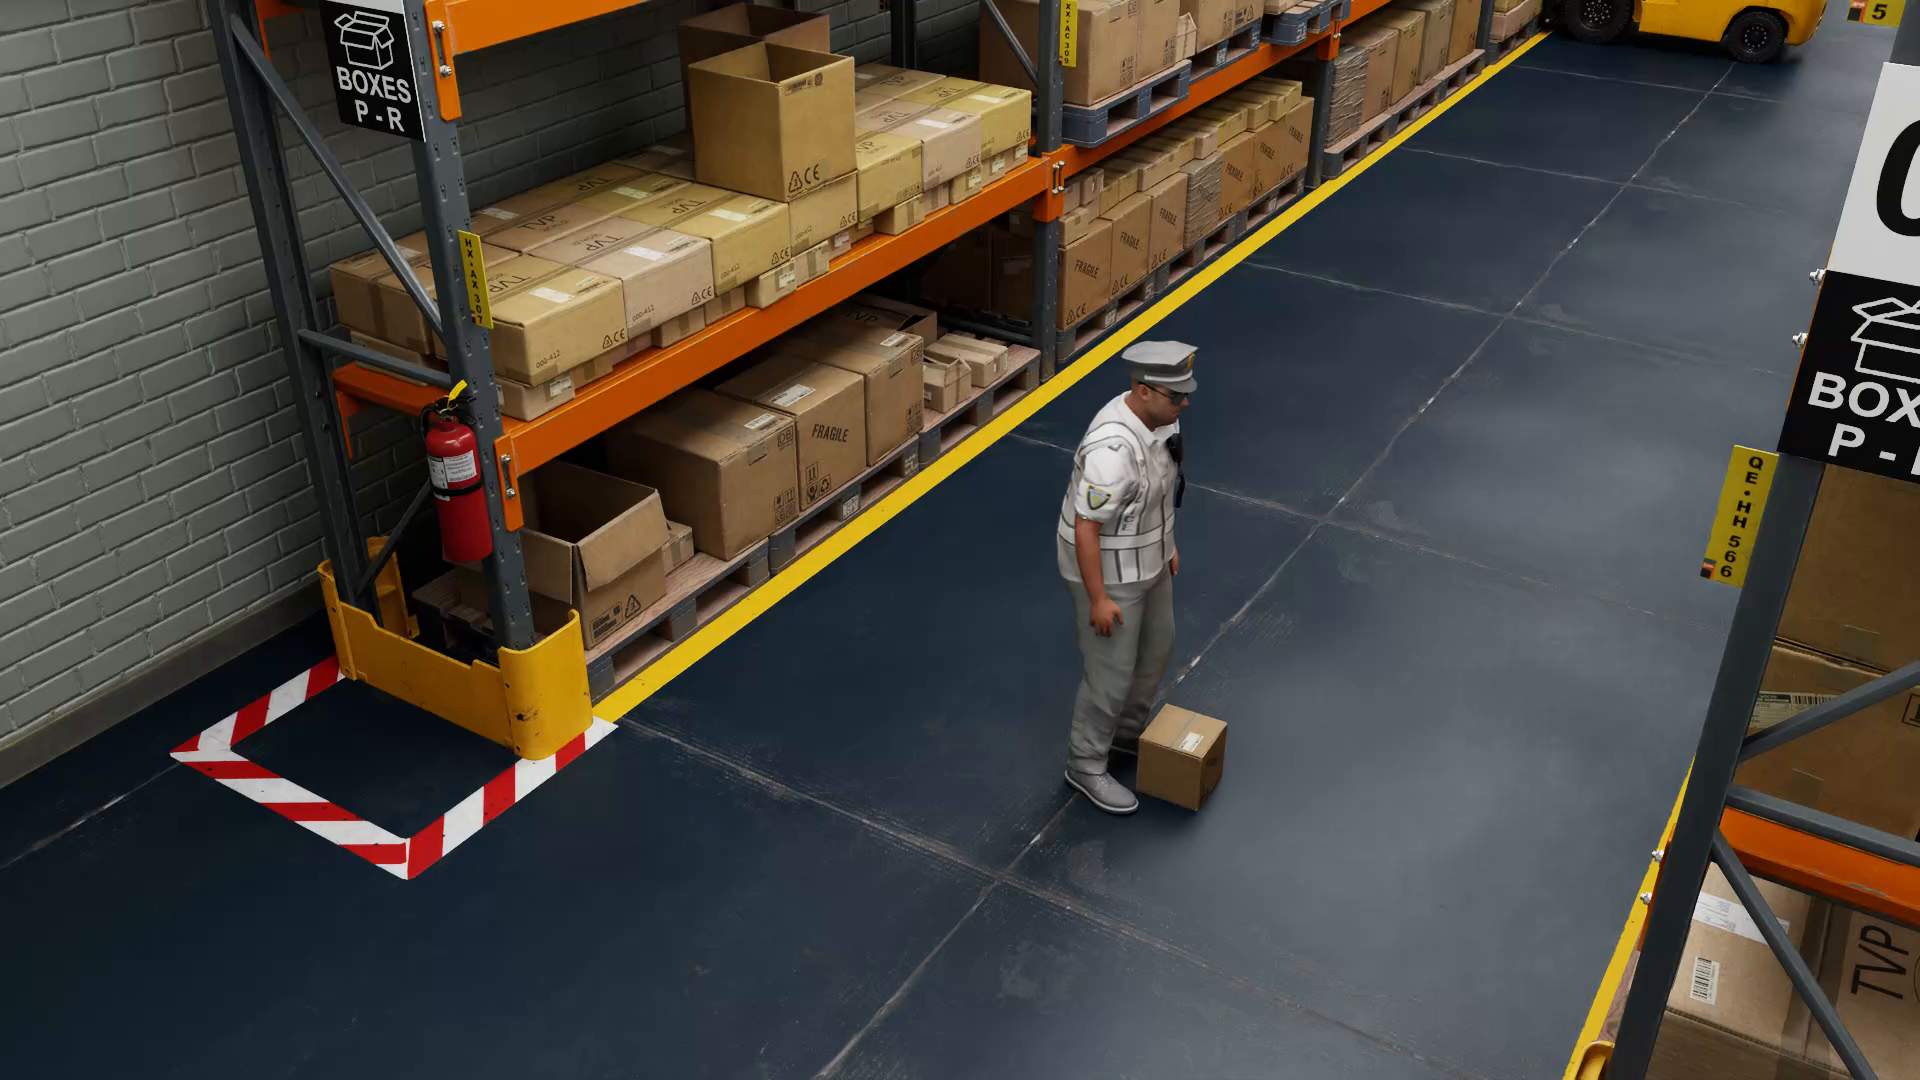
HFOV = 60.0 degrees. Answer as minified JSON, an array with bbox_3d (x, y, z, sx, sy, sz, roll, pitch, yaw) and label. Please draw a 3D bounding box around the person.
[{"bbox_3d":[0.600,0.101,5.949,0.467,1.748,0.587,18,35,28],"label":"person"}]
